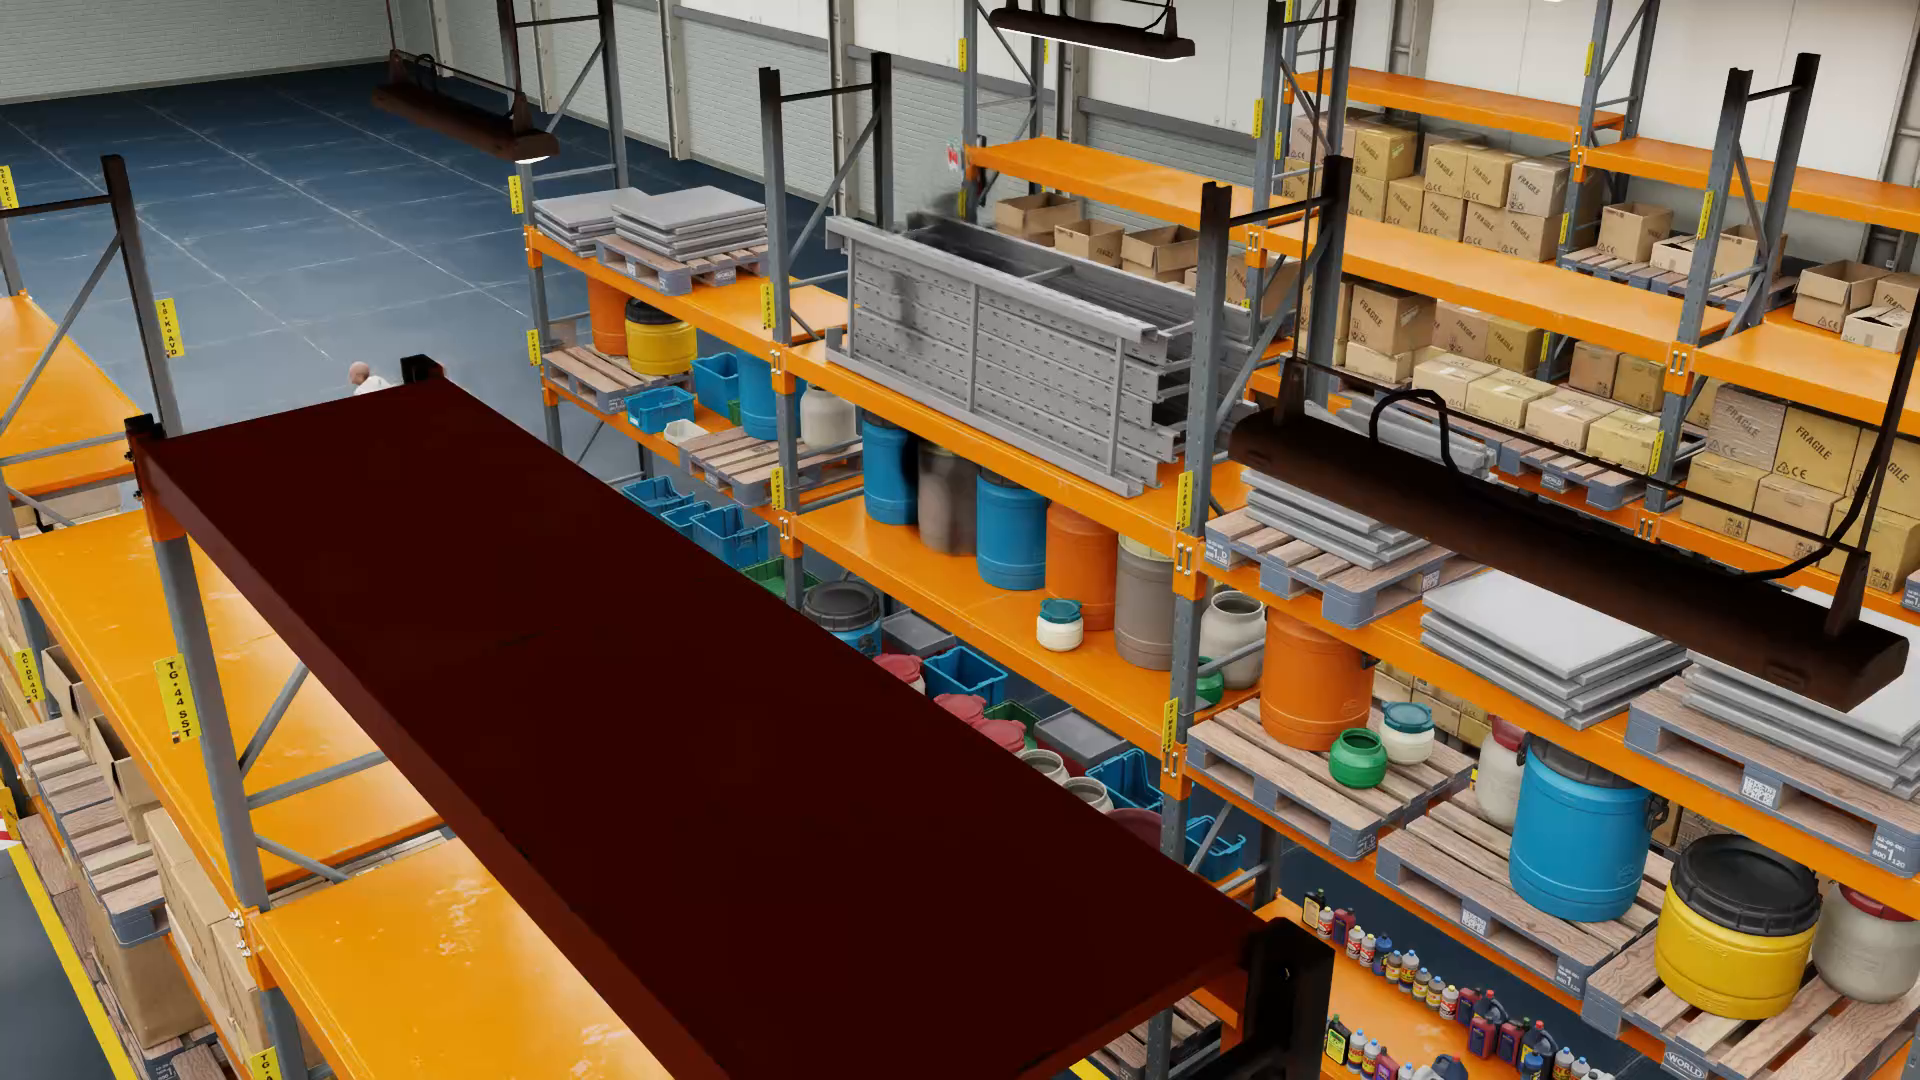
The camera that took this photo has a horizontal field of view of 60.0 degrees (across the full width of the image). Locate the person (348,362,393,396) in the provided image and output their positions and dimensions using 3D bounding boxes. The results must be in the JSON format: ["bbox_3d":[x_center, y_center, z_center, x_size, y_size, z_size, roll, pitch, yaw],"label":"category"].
[{"bbox_3d":[-6.462,-1.143,18.587,1.036,1.802,0.651,-6,27,-13],"label":"person"}]
